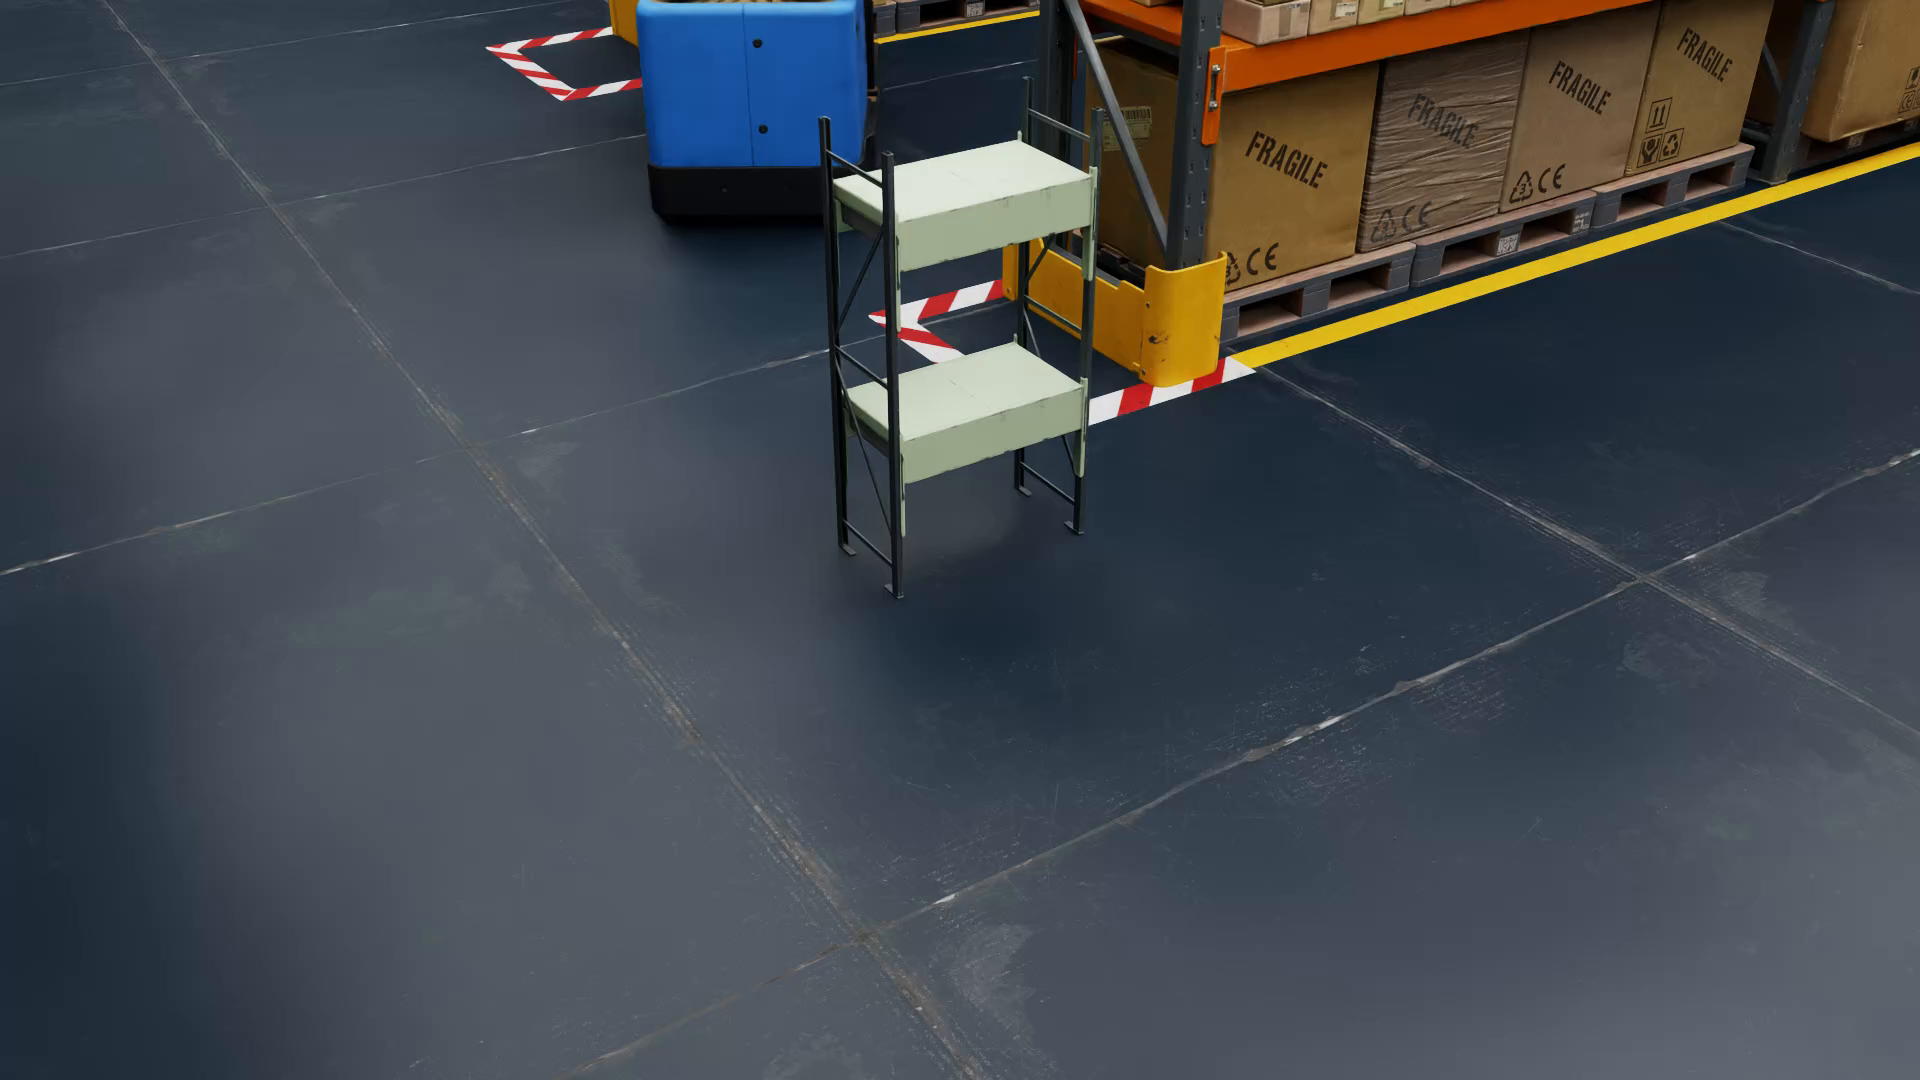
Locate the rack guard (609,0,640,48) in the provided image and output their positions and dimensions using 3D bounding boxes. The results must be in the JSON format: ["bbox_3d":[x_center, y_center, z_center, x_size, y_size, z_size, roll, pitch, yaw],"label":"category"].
[{"bbox_3d":[-1.891,-3.408,10.685,0.348,0.500,1.175,-19,37,-27],"label":"rack guard"}]

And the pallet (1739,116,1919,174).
[{"bbox_3d":[4.617,-2.424,9.395,1.213,0.211,1.003,-19,37,-27],"label":"pallet"}]

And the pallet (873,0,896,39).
[{"bbox_3d":[-1.189,-3.505,11.109,1.213,0.211,1.003,-19,37,-27],"label":"pallet"}]

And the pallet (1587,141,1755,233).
[{"bbox_3d":[3.328,-1.982,8.695,1.213,0.211,1.003,-19,37,-27],"label":"pallet"}]

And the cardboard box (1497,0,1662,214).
[{"bbox_3d":[2.655,-2.210,8.041,0.875,0.875,0.875,-19,37,-27],"label":"cardboard box"}]

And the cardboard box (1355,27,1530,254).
[{"bbox_3d":[1.907,-1.953,7.633,0.875,0.875,0.875,-19,37,-27],"label":"cardboard box"}]

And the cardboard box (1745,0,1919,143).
[{"bbox_3d":[4.536,-2.820,9.006,0.875,0.875,1.225,-19,37,-27],"label":"cardboard box"}]

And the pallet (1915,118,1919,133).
[{"bbox_3d":[5.643,-2.779,9.957,1.213,0.211,1.003,-19,37,-27],"label":"pallet"}]

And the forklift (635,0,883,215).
[{"bbox_3d":[-1.007,-3.577,8.673,1.130,2.935,3.031,0,32,0],"label":"forklift"}]

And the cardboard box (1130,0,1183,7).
[{"bbox_3d":[0.768,-2.335,6.875,0.250,0.149,0.380,-18,37,-26],"label":"cardboard box"}]

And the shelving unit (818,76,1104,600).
[{"bbox_3d":[0.006,-0.636,5.353,0.755,1.500,0.431,-19,37,-27],"label":"shelving unit"}]

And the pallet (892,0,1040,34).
[{"bbox_3d":[-0.165,-3.856,11.665,1.213,0.211,1.003,-19,37,-27],"label":"pallet"}]

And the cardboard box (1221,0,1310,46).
[{"bbox_3d":[1.124,-2.039,6.406,0.250,0.149,0.380,-19,37,-27],"label":"cardboard box"}]

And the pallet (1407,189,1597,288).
[{"bbox_3d":[2.301,-1.628,8.132,1.213,0.211,1.003,-19,37,-27],"label":"pallet"}]

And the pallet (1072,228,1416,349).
[{"bbox_3d":[1.277,-1.277,7.577,1.213,0.211,1.003,-19,37,-27],"label":"pallet"}]

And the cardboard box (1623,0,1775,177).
[{"bbox_3d":[3.411,-2.471,8.453,0.875,0.875,0.875,-19,37,-27],"label":"cardboard box"}]

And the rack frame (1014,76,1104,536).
[{"bbox_3d":[0.313,-0.742,5.521,0.023,1.500,0.400,-19,37,-27],"label":"rack frame"}]

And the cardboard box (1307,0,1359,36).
[{"bbox_3d":[1.339,-2.113,6.524,0.250,0.149,0.380,-20,37,-28],"label":"cardboard box"}]

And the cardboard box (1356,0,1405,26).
[{"bbox_3d":[1.554,-2.188,6.642,0.250,0.149,0.380,-20,37,-28],"label":"cardboard box"}]

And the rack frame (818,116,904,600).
[{"bbox_3d":[-0.302,-0.530,5.185,0.023,1.500,0.400,-19,37,-27],"label":"rack frame"}]

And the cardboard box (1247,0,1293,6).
[{"bbox_3d":[1.197,-2.270,6.399,0.500,0.250,0.500,-20,37,-28],"label":"cardboard box"}]

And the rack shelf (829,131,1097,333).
[{"bbox_3d":[0.006,-0.966,5.145,0.720,0.370,0.431,-19,37,-27],"label":"rack shelf"}]

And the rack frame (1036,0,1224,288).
[{"bbox_3d":[0.647,-2.190,6.411,0.127,3.000,1.000,-19,37,-27],"label":"rack frame"}]

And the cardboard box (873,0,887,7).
[{"bbox_3d":[-0.687,-3.635,10.980,0.250,0.149,0.380,-18,37,-27],"label":"cardboard box"}]

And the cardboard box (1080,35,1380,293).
[{"bbox_3d":[1.142,-1.690,7.216,0.875,0.875,0.875,-19,37,-27],"label":"cardboard box"}]

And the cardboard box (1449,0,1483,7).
[{"bbox_3d":[1.987,-2.337,6.878,0.250,0.149,0.380,-20,37,-28],"label":"cardboard box"}]

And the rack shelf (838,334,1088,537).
[{"bbox_3d":[0.006,-0.361,5.527,0.720,0.370,0.431,-19,37,-27],"label":"rack shelf"}]

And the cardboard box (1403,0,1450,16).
[{"bbox_3d":[1.773,-2.264,6.762,0.250,0.149,0.380,-20,37,-28],"label":"cardboard box"}]

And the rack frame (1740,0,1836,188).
[{"bbox_3d":[4.009,-3.347,8.244,0.127,3.000,1.000,-19,37,-27],"label":"rack frame"}]

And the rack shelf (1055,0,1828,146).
[{"bbox_3d":[2.328,-2.464,7.519,4.000,0.370,1.077,-19,37,-27],"label":"rack shelf"}]

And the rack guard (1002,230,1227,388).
[{"bbox_3d":[0.627,-1.126,7.067,0.348,0.500,1.175,-19,37,-27],"label":"rack guard"}]
